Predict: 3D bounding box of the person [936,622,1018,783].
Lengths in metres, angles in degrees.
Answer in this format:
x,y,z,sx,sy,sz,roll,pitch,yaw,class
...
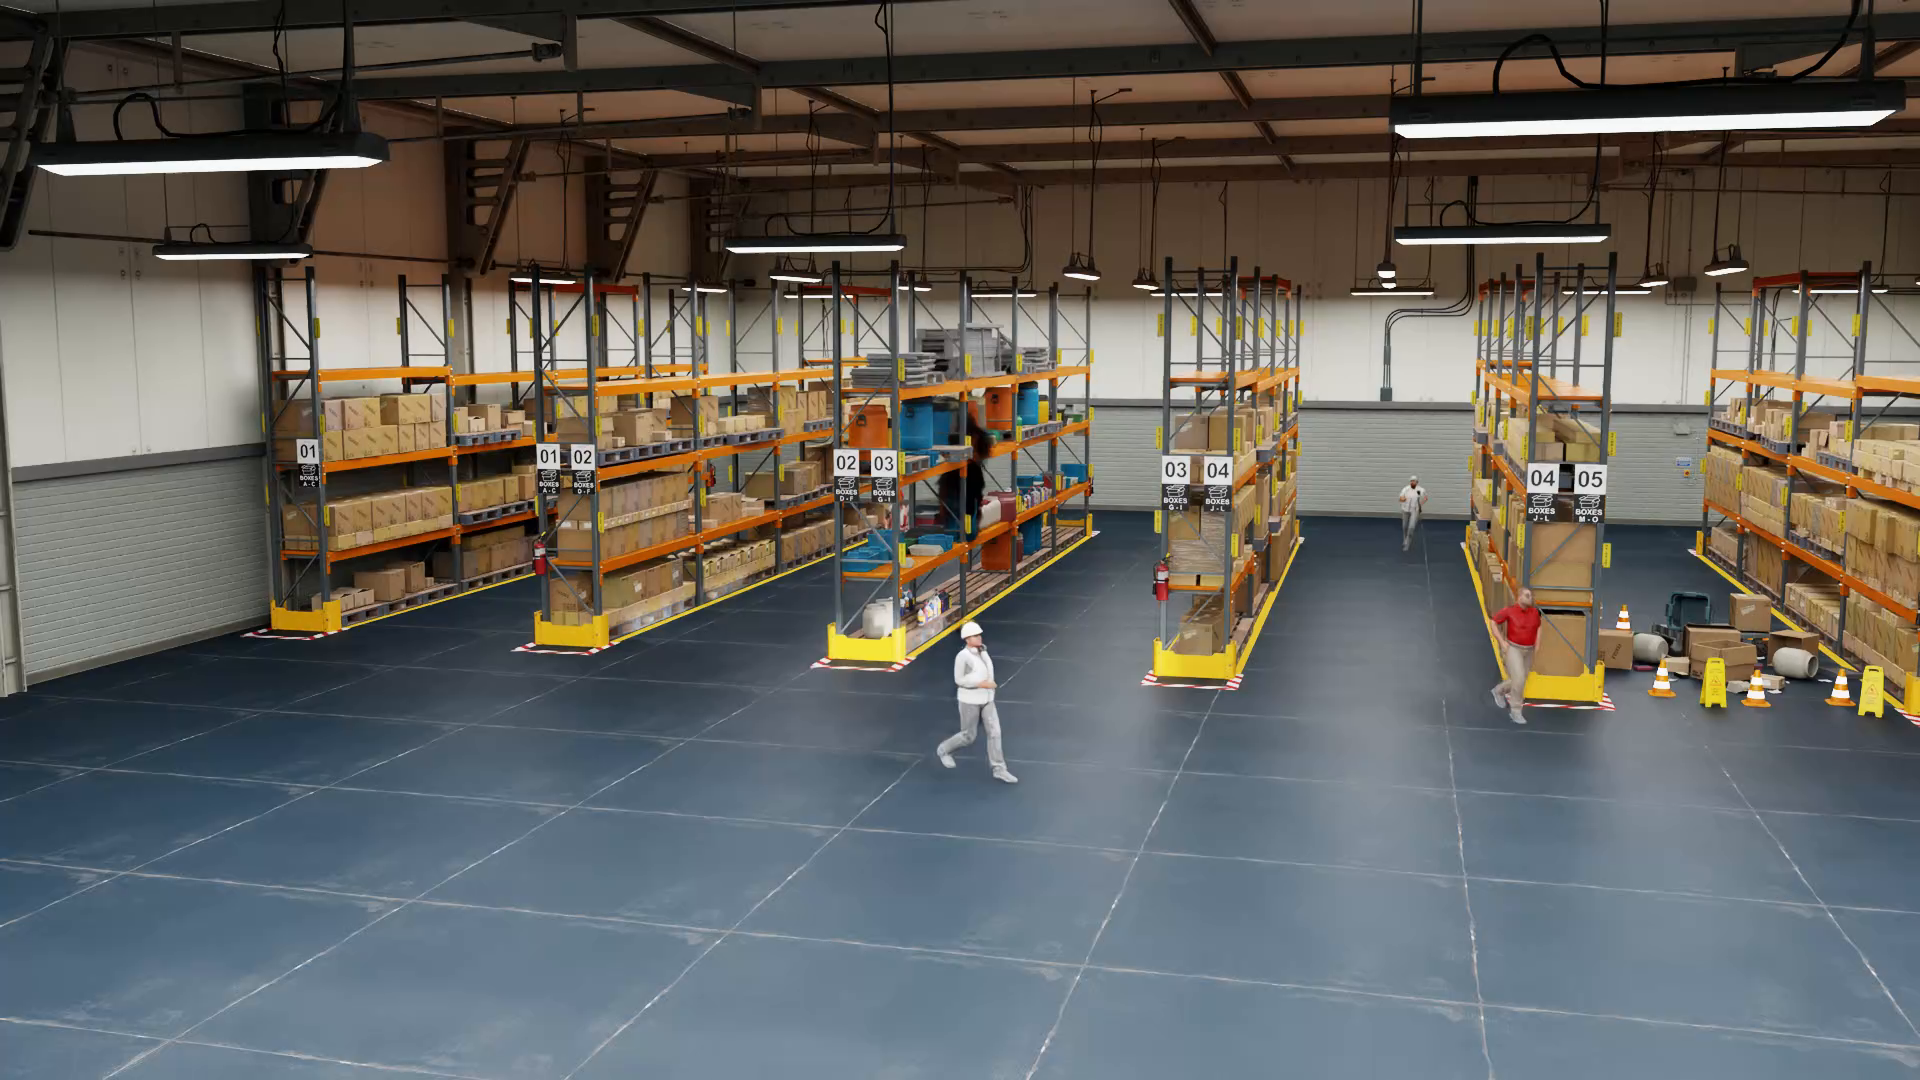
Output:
x,y,z,sx,sy,sz,roll,pitch,yaw,class
0.193,1.782,18.476,1.013,1.755,0.671,6,9,38,person

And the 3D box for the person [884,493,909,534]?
x,y,z,sx,sy,sz,roll,pitch,yaw,class
-1.233,-0.185,33.566,0.656,1.595,0.725,1,7,4,person

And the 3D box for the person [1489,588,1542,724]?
x,y,z,sx,sy,sz,roll,pitch,yaw,class
7.187,1.476,21.506,0.691,1.757,0.846,-3,8,-20,person

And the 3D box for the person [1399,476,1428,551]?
x,y,z,sx,sy,sz,roll,pitch,yaw,class
10.290,-0.611,37.852,0.611,1.712,0.816,4,8,29,person
